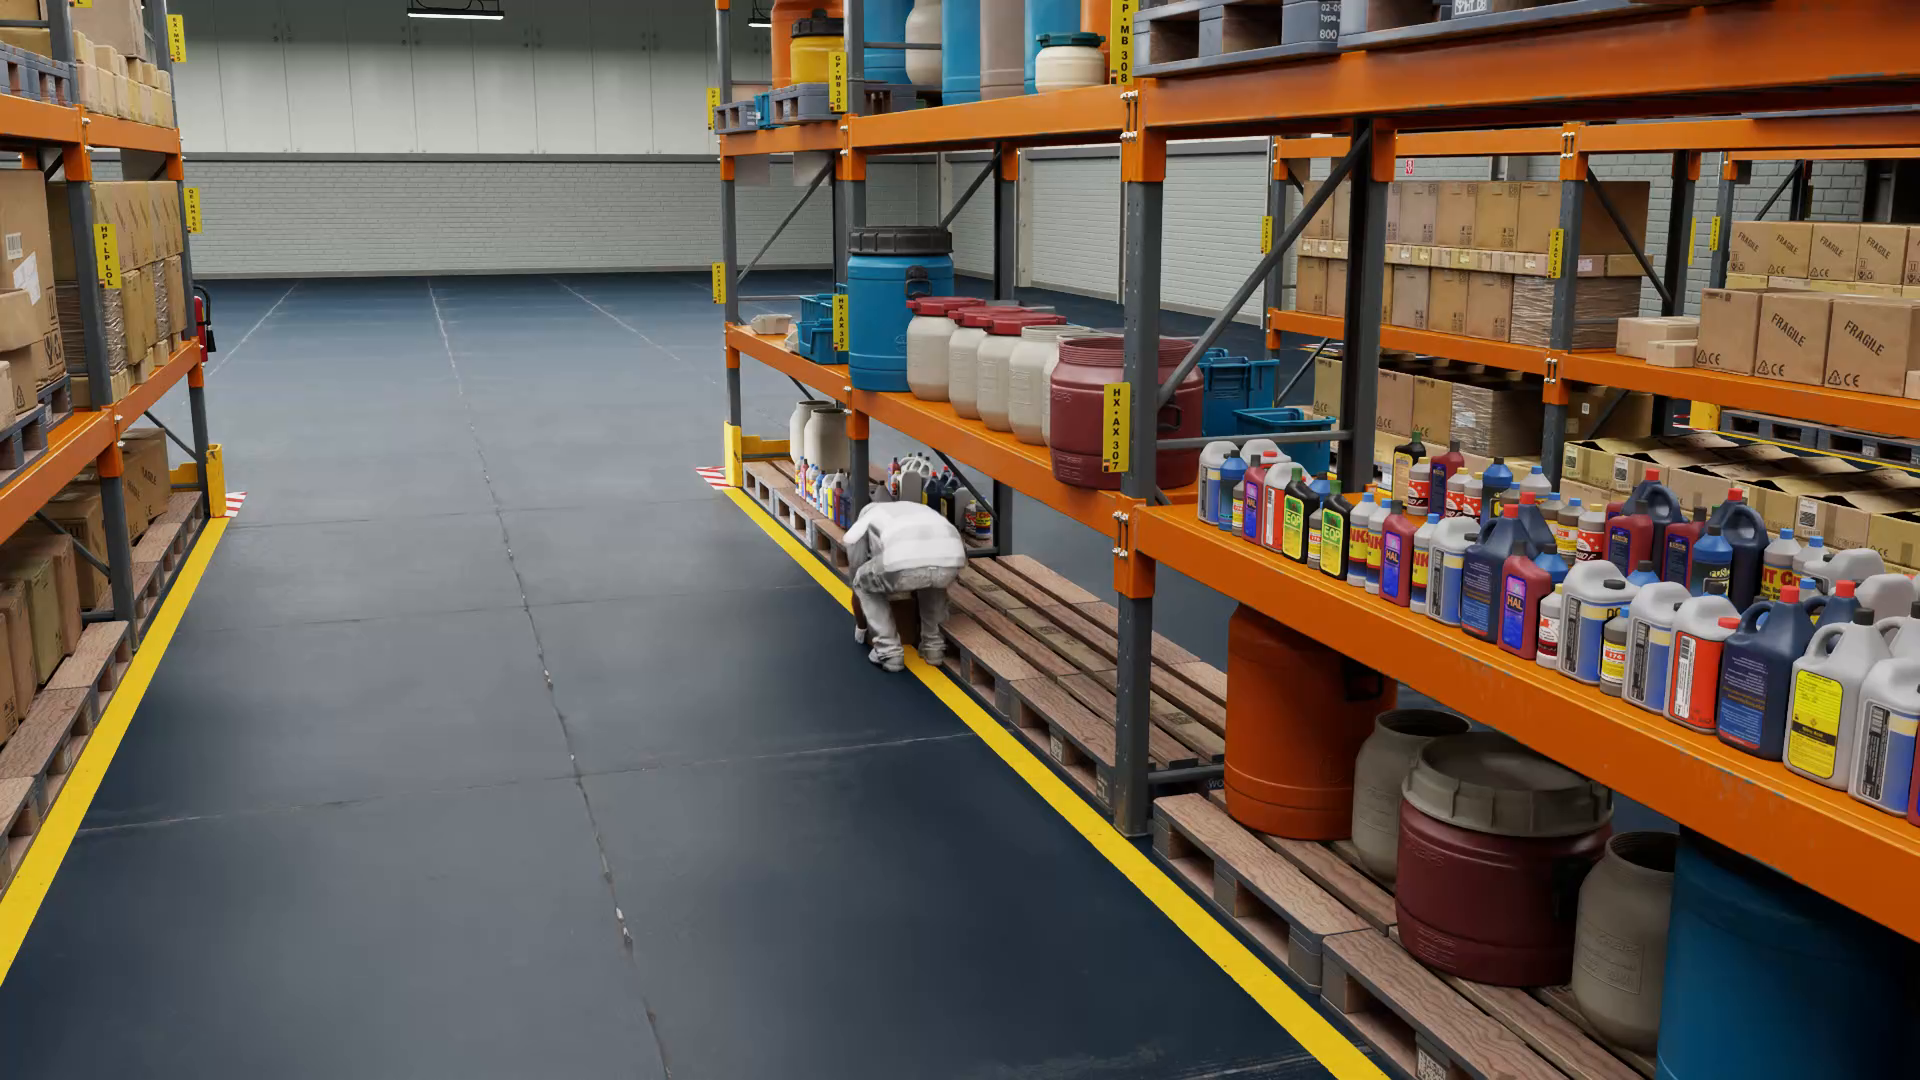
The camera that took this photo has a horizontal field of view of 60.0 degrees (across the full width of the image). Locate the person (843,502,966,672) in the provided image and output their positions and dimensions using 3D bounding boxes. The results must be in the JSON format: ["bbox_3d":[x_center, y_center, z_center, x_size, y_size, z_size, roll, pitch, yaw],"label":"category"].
[{"bbox_3d":[-0.319,0.222,8.722,0.538,0.839,0.991,-4,13,-19],"label":"person"}]
